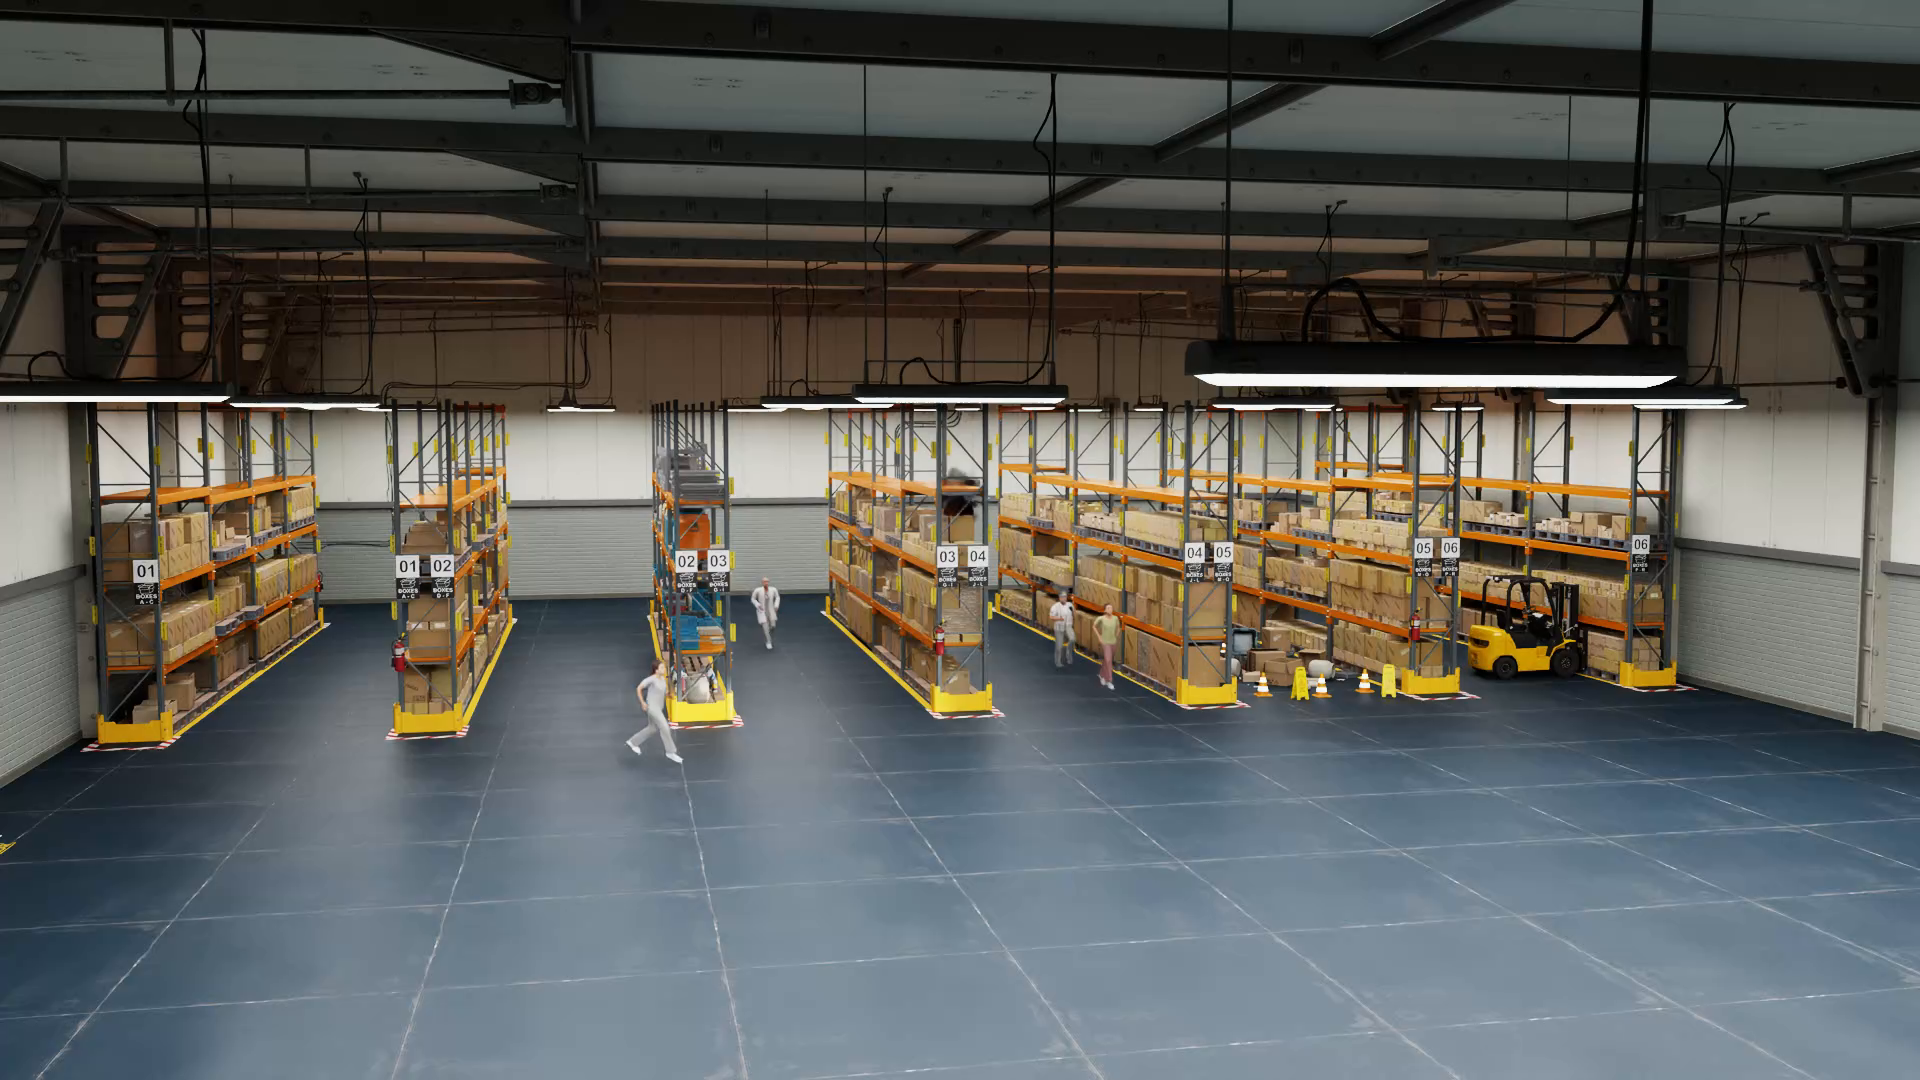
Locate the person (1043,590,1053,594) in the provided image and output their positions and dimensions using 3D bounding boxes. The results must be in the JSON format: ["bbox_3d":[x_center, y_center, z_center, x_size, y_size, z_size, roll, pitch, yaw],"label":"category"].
[{"bbox_3d":[2.656,1.189,49.557,0.621,1.646,0.658,3,5,38],"label":"person"}]

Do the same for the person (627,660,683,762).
[{"bbox_3d":[-5.065,2.818,27.497,1.012,1.674,0.587,1,5,18],"label":"person"}]

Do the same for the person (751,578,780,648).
[{"bbox_3d":[-4.760,1.788,40.809,0.724,1.734,0.621,-1,4,-16],"label":"person"}]

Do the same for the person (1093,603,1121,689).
[{"bbox_3d":[2.976,2.104,33.446,0.566,1.708,0.802,-2,5,-21],"label":"person"}]

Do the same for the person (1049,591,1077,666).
[{"bbox_3d":[2.300,1.994,37.276,0.620,1.739,0.810,-1,4,-9],"label":"person"}]
